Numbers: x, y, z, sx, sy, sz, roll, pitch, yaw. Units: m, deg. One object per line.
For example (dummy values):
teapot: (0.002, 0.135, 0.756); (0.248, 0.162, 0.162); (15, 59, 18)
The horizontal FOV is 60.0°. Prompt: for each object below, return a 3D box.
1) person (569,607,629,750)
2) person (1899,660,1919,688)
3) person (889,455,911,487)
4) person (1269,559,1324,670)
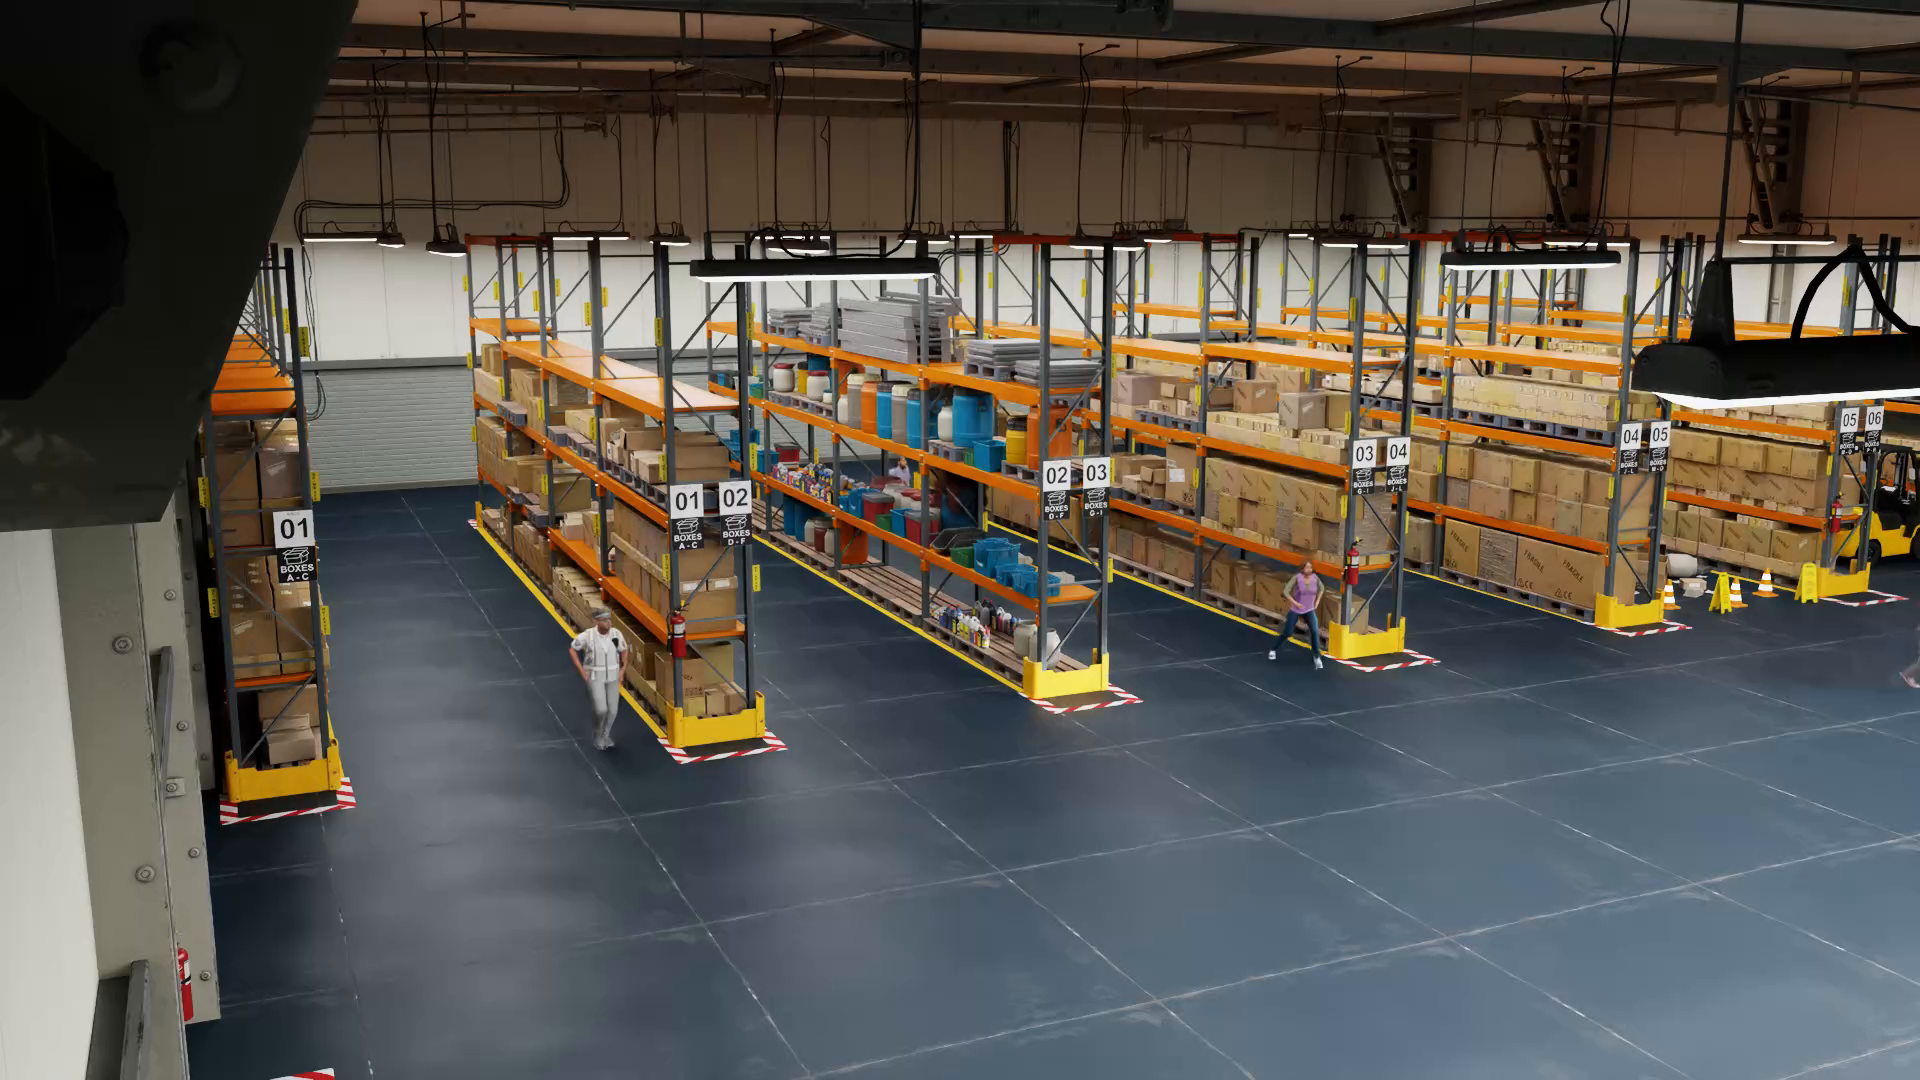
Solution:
person: (-4.278, 1.662, 19.972); (0.684, 1.751, 0.583); (-6, 13, -29)
person: (13.220, 1.369, 22.342); (0.967, 1.518, 0.617); (4, 12, 22)
person: (-1.227, -0.874, 33.377); (0.627, 1.685, 0.936); (-9, 14, -38)
person: (4.845, 1.031, 23.753); (0.751, 1.576, 0.642); (-1, 11, -8)
